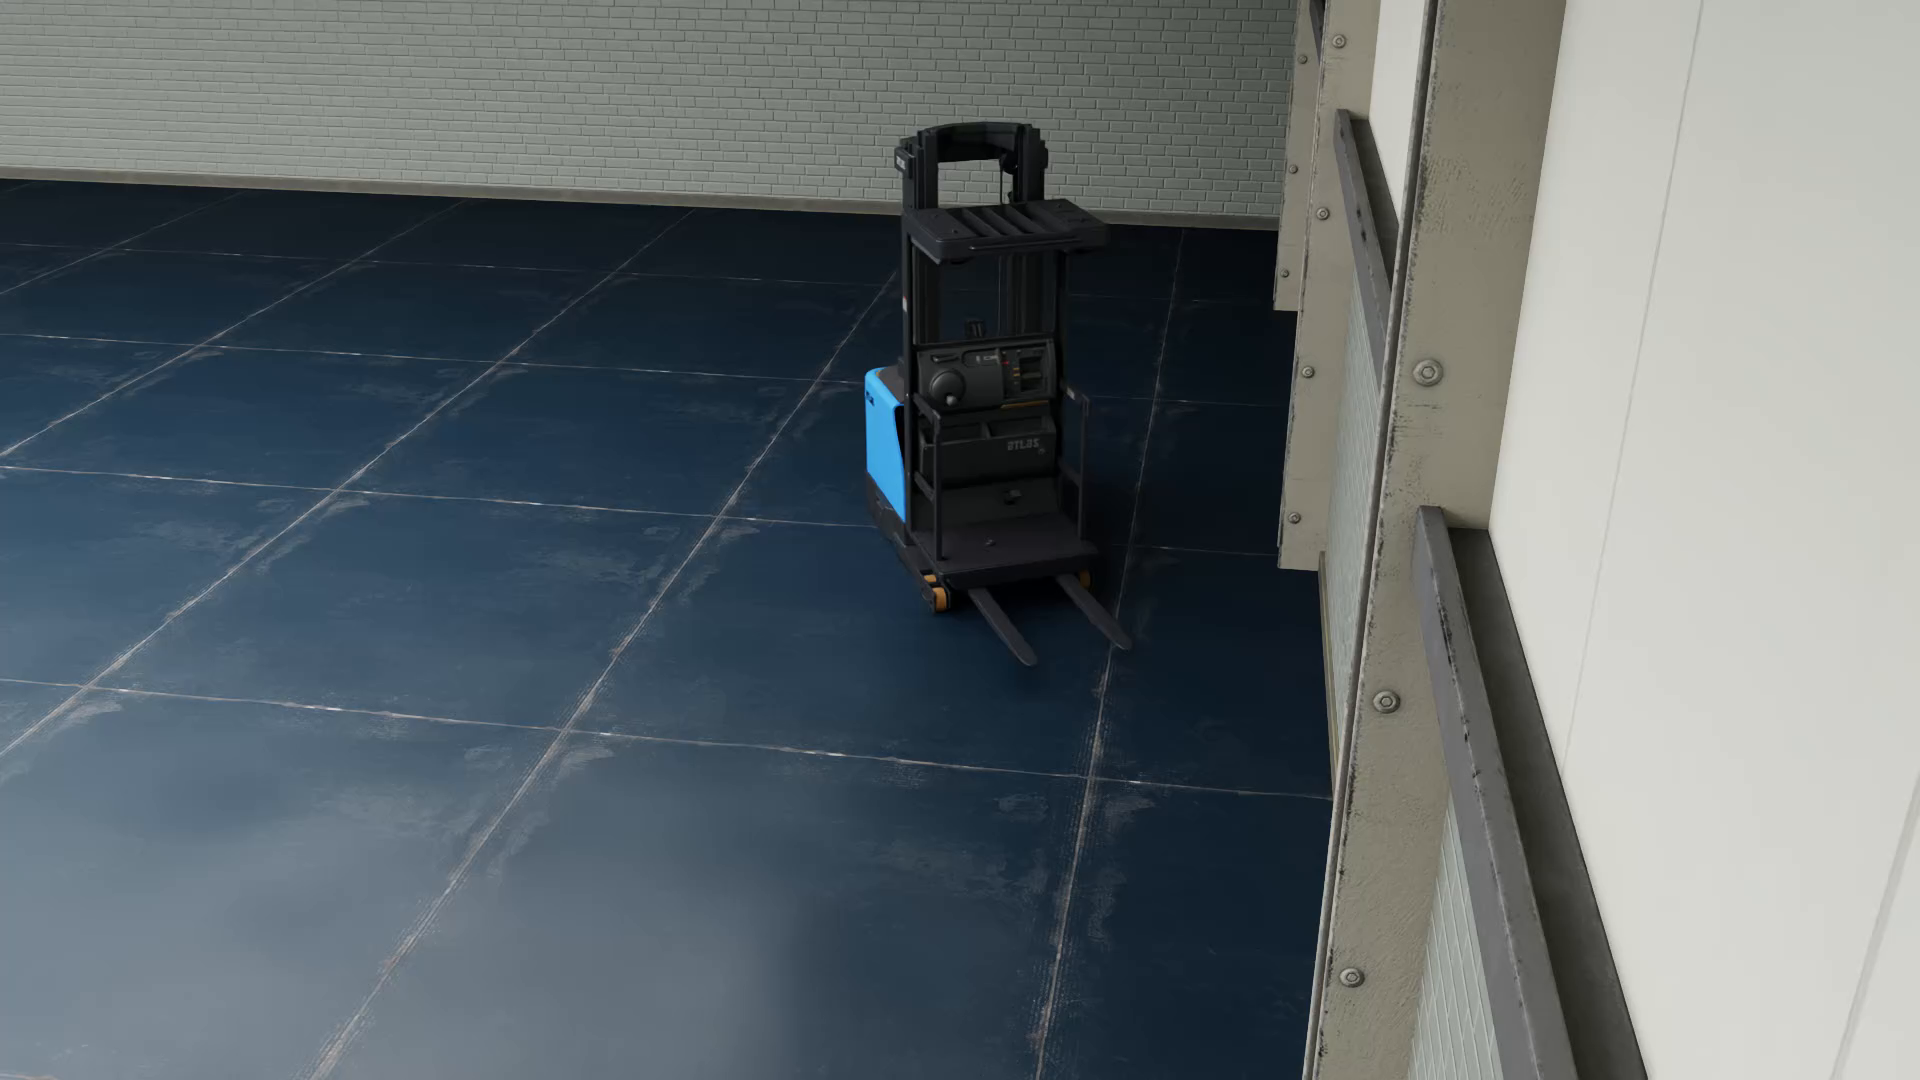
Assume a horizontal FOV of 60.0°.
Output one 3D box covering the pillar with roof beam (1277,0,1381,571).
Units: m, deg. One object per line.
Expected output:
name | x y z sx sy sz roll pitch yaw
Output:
pillar with roof beam | -1.887 -4.255 10.269 9.100 9.000 0.400 4 25 9

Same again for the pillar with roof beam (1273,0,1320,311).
pillar with roof beam | -0.907 -6.764 15.630 9.100 9.000 0.400 4 25 9

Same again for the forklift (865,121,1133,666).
forklift | 0.246 -1.048 10.576 1.130 2.935 3.031 -8 26 -16
